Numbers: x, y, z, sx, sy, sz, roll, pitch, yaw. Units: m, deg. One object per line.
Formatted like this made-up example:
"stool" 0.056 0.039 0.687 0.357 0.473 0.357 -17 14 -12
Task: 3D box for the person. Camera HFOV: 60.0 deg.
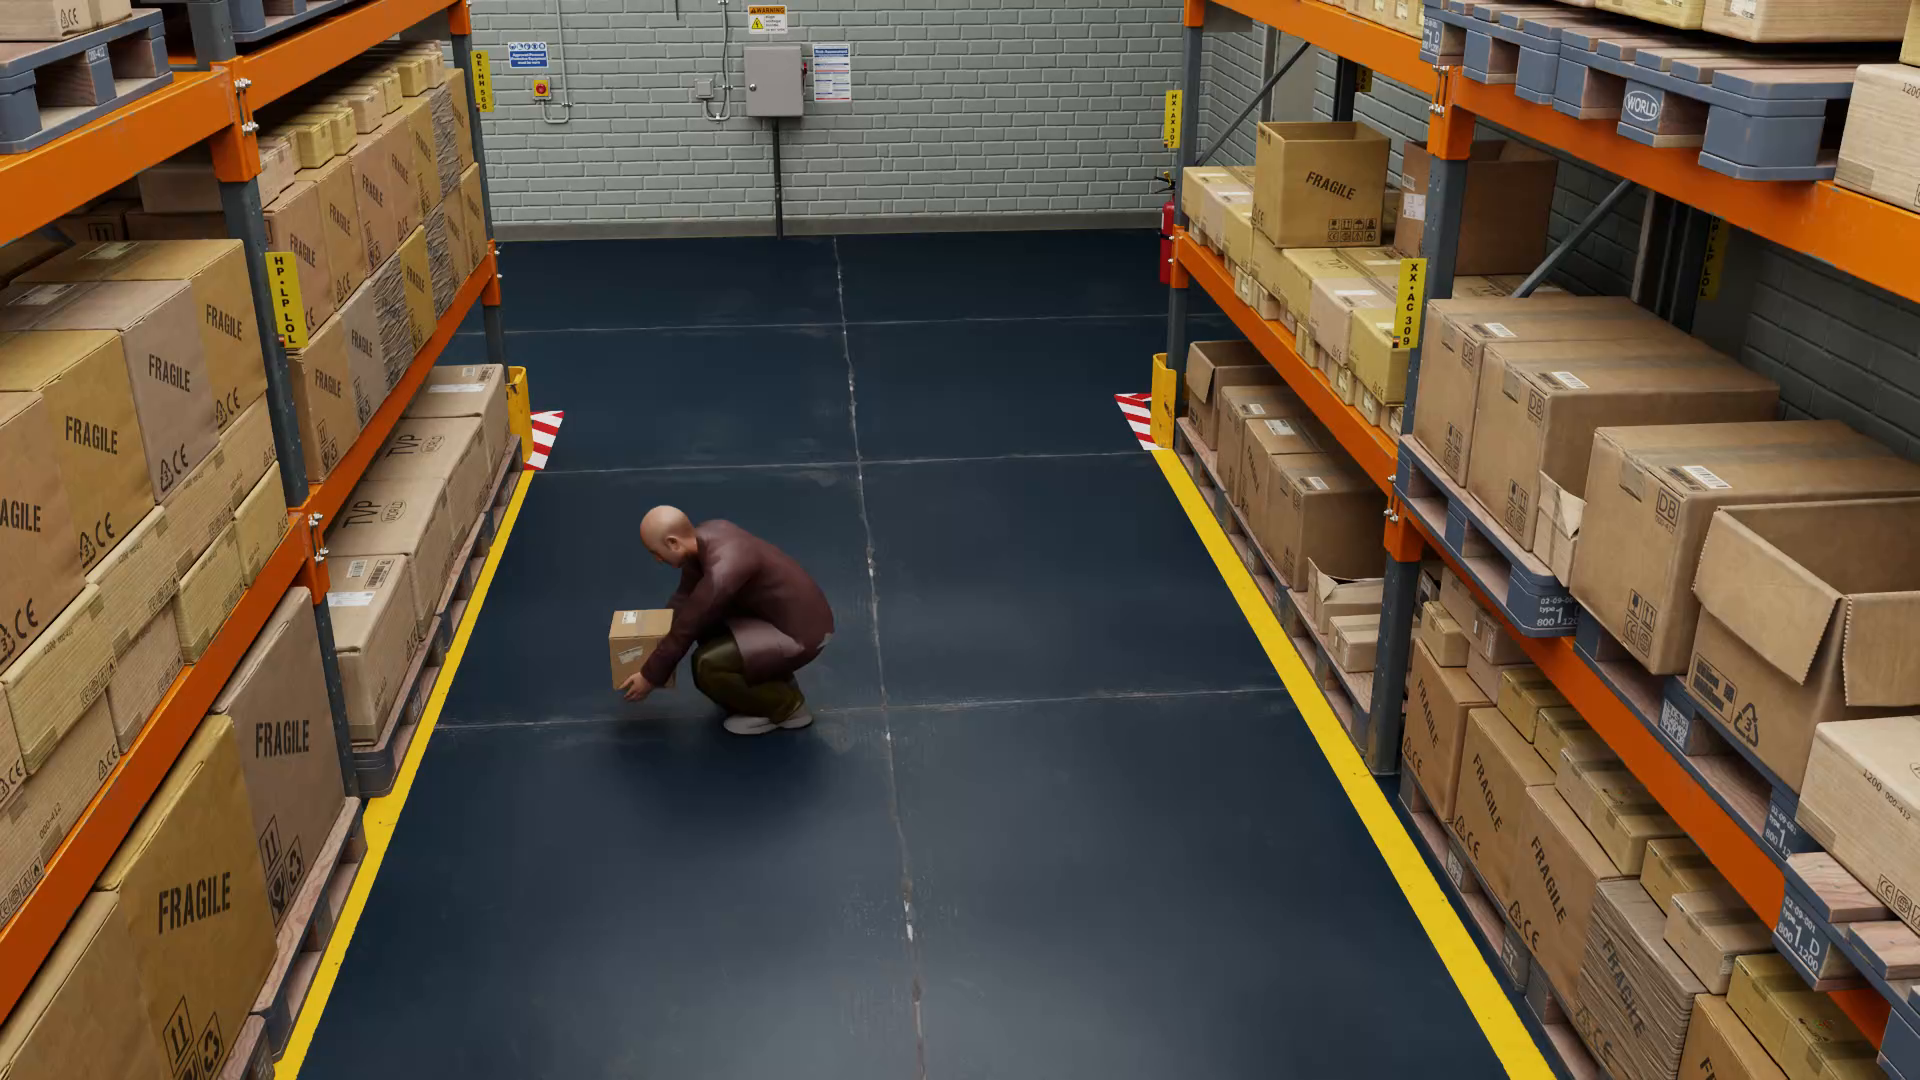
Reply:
"person" -0.973 0.294 6.929 0.899 0.997 0.594 -2 24 -5
